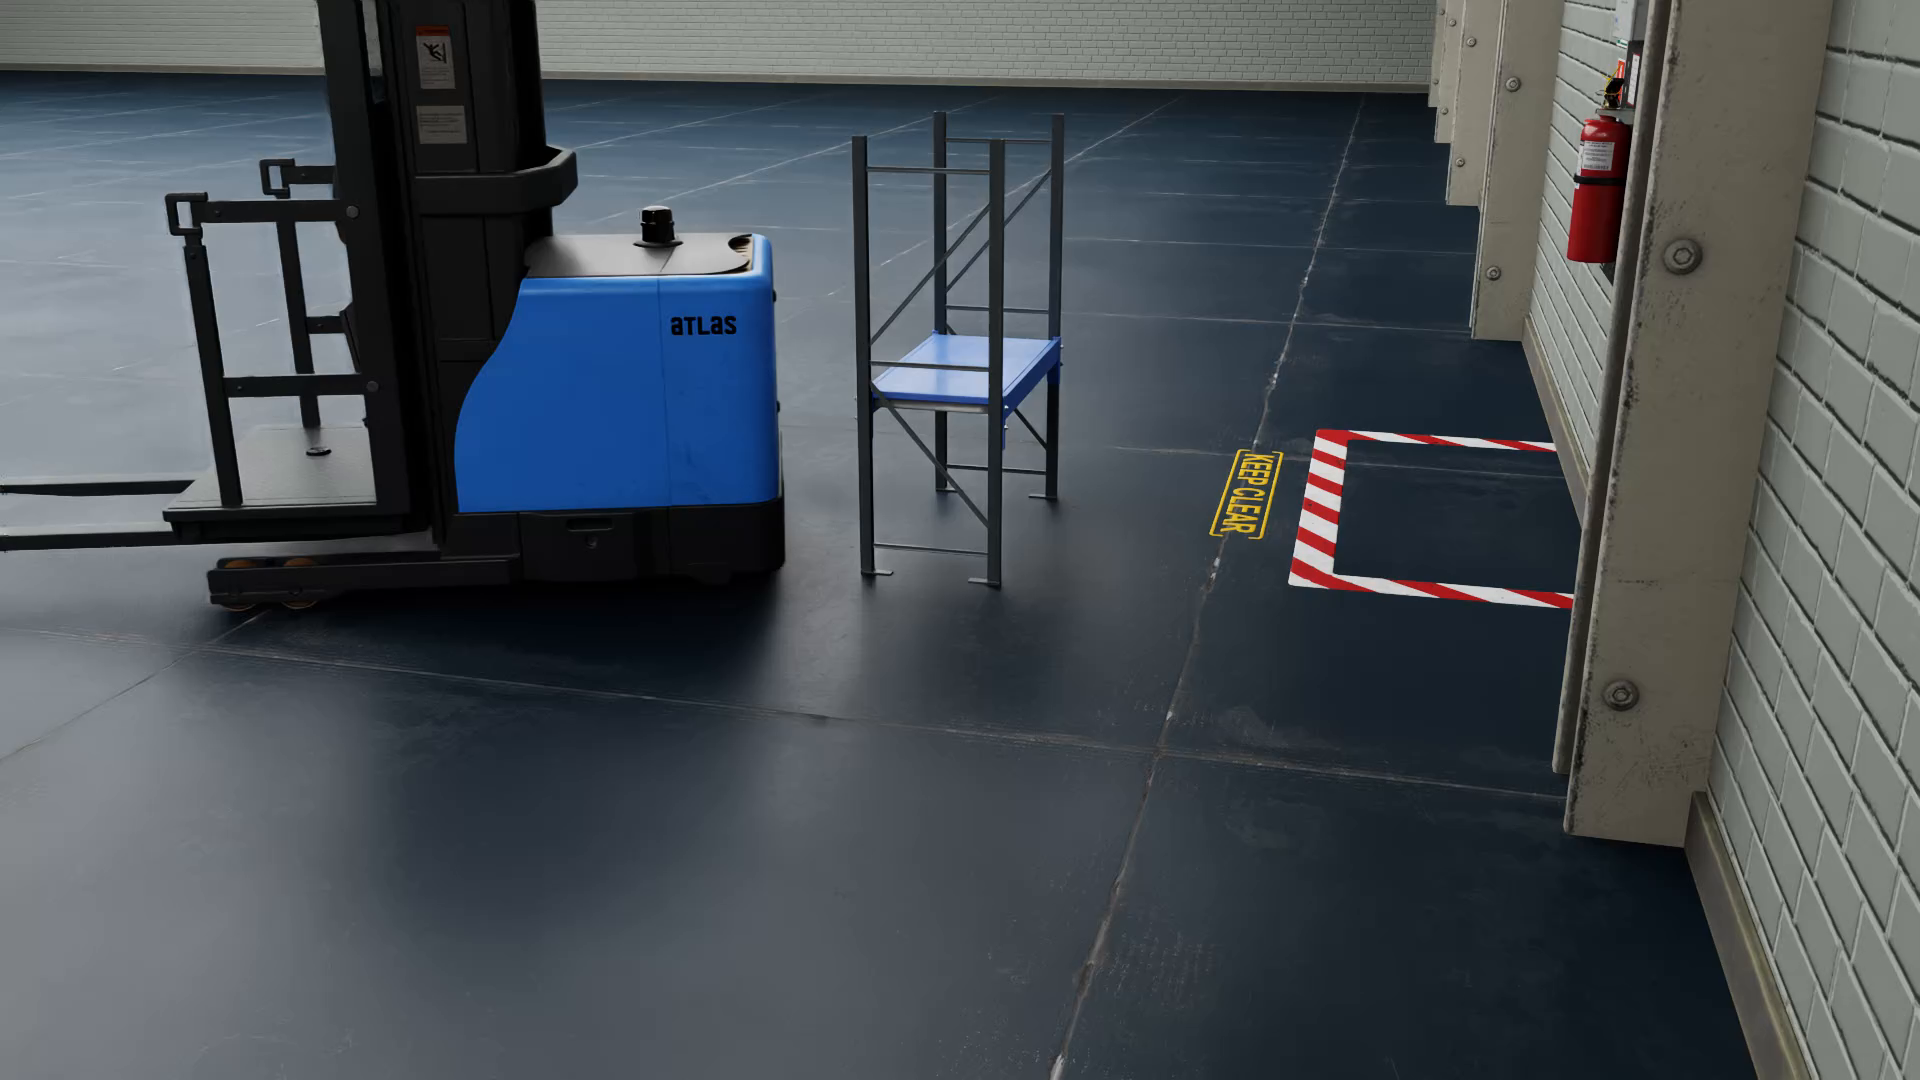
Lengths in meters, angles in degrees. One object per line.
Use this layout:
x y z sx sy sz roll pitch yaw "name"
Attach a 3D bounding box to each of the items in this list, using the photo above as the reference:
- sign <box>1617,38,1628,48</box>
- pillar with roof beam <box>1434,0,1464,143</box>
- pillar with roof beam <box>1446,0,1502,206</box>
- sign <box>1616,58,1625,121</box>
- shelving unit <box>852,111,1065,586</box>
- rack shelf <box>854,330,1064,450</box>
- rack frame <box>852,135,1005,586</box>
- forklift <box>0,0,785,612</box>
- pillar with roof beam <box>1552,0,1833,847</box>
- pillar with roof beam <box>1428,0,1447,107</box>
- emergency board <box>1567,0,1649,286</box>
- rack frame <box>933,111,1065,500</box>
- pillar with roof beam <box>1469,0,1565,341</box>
2.549 -1.953 6.388 0.001 0.109 0.331 5 19 13 "sign"
1.906 -9.570 20.283 9.100 9.000 0.400 5 19 13 "pillar with roof beam"
0.440 -7.689 14.777 9.100 9.000 0.400 5 19 13 "pillar with roof beam"
2.559 -1.703 6.476 0.001 0.329 0.234 5 19 13 "sign"
0.021 -0.736 6.023 0.538 1.500 1.048 5 19 13 "shelving unit"
0.021 -0.566 6.082 0.538 0.185 1.000 5 19 13 "rack shelf"
-0.103 -0.577 5.557 0.500 1.500 0.032 5 19 13 "rack frame"
-2.157 -1.331 5.549 3.031 2.935 1.130 -2 19 -6 "forklift"
-2.492 -3.928 3.765 9.100 9.000 0.400 5 19 13 "pillar with roof beam"
3.372 -11.450 25.789 9.100 9.000 0.400 5 19 13 "pillar with roof beam"
2.324 -1.520 5.998 0.194 1.169 0.643 5 19 13 "emergency board"
0.145 -0.896 6.490 0.500 1.500 0.032 5 19 13 "rack frame"
-1.026 -5.808 9.271 9.100 9.000 0.400 5 19 13 "pillar with roof beam"
